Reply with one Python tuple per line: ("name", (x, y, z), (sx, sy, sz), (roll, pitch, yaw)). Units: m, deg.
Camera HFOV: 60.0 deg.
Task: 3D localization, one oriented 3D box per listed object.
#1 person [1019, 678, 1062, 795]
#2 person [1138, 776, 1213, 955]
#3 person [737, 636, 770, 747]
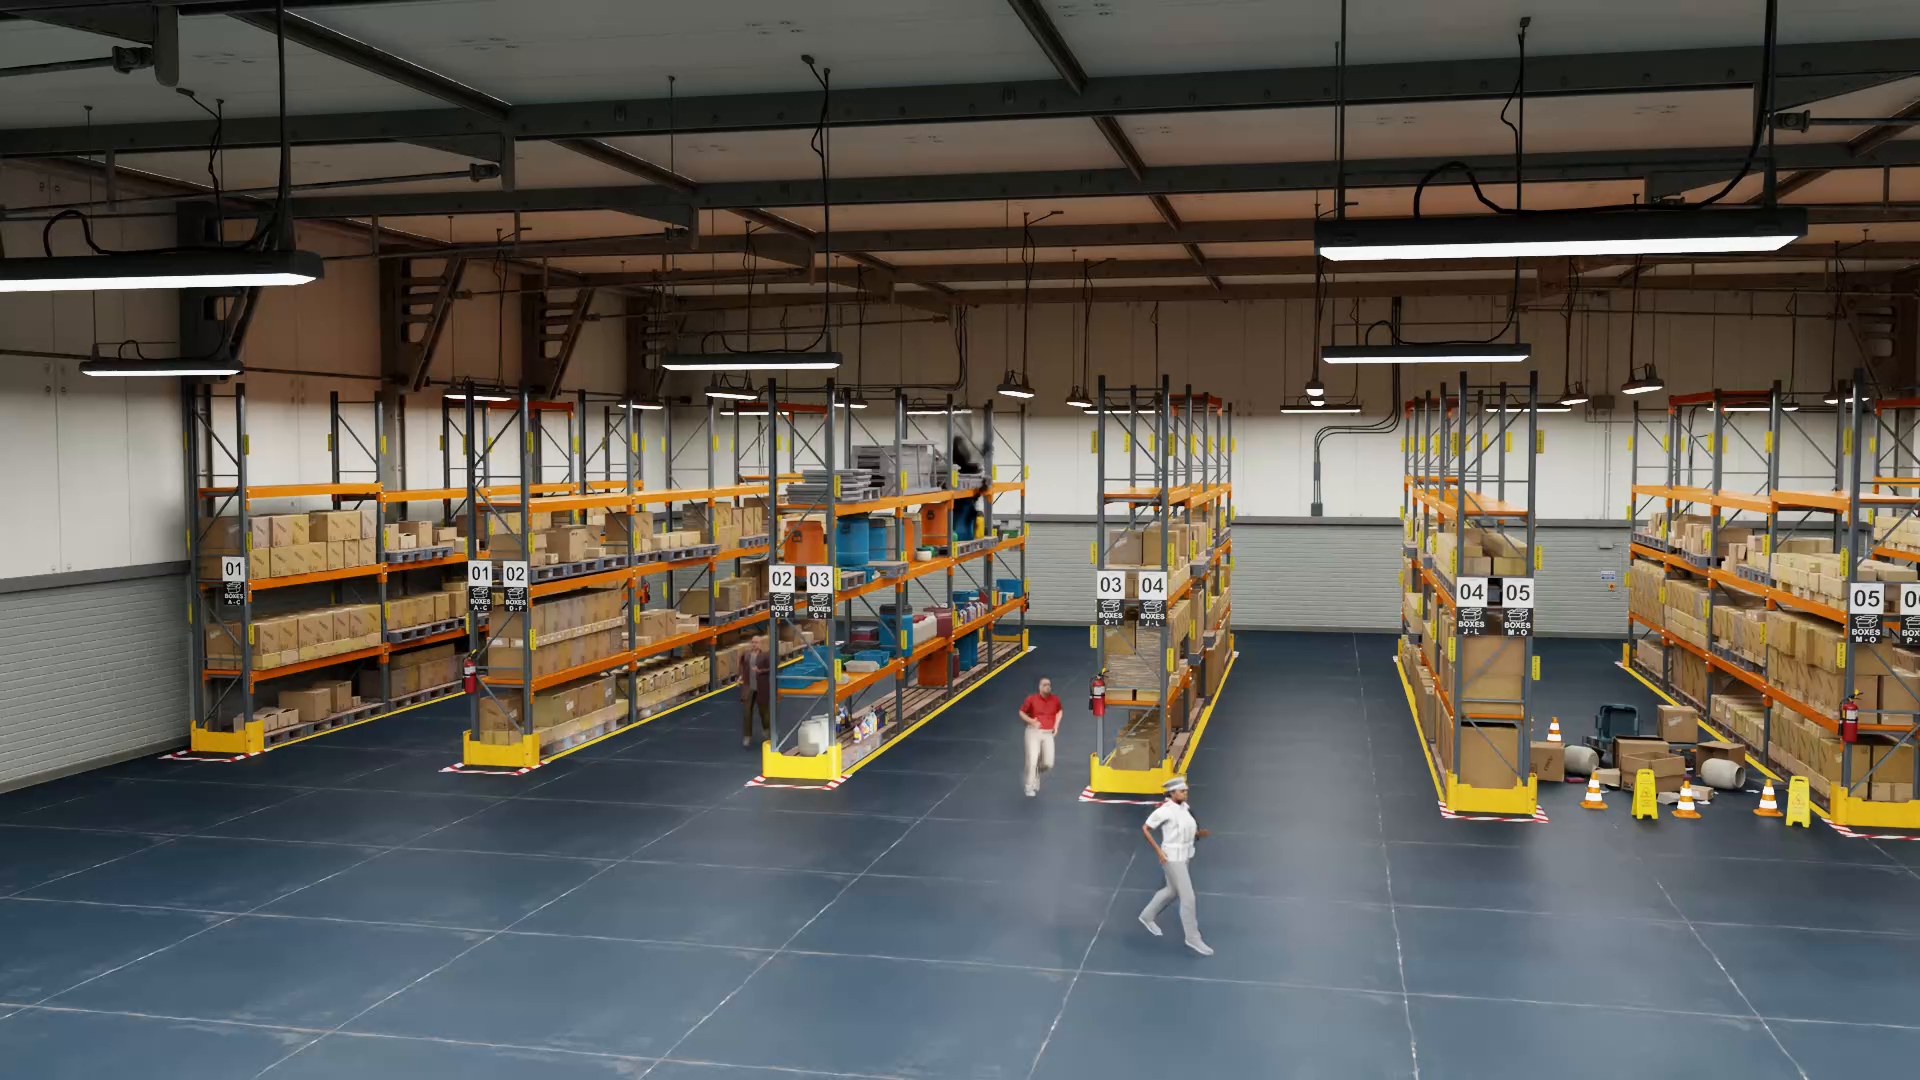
("person", (1.191, 2.806, 23.732), (0.675, 1.671, 0.597), (-1, 3, -13))
("person", (2.149, 3.192, 16.541), (0.867, 1.721, 0.562), (2, 4, 34))
("person", (-3.415, 2.536, 27.845), (0.695, 1.694, 1.043), (0, 3, 7))
